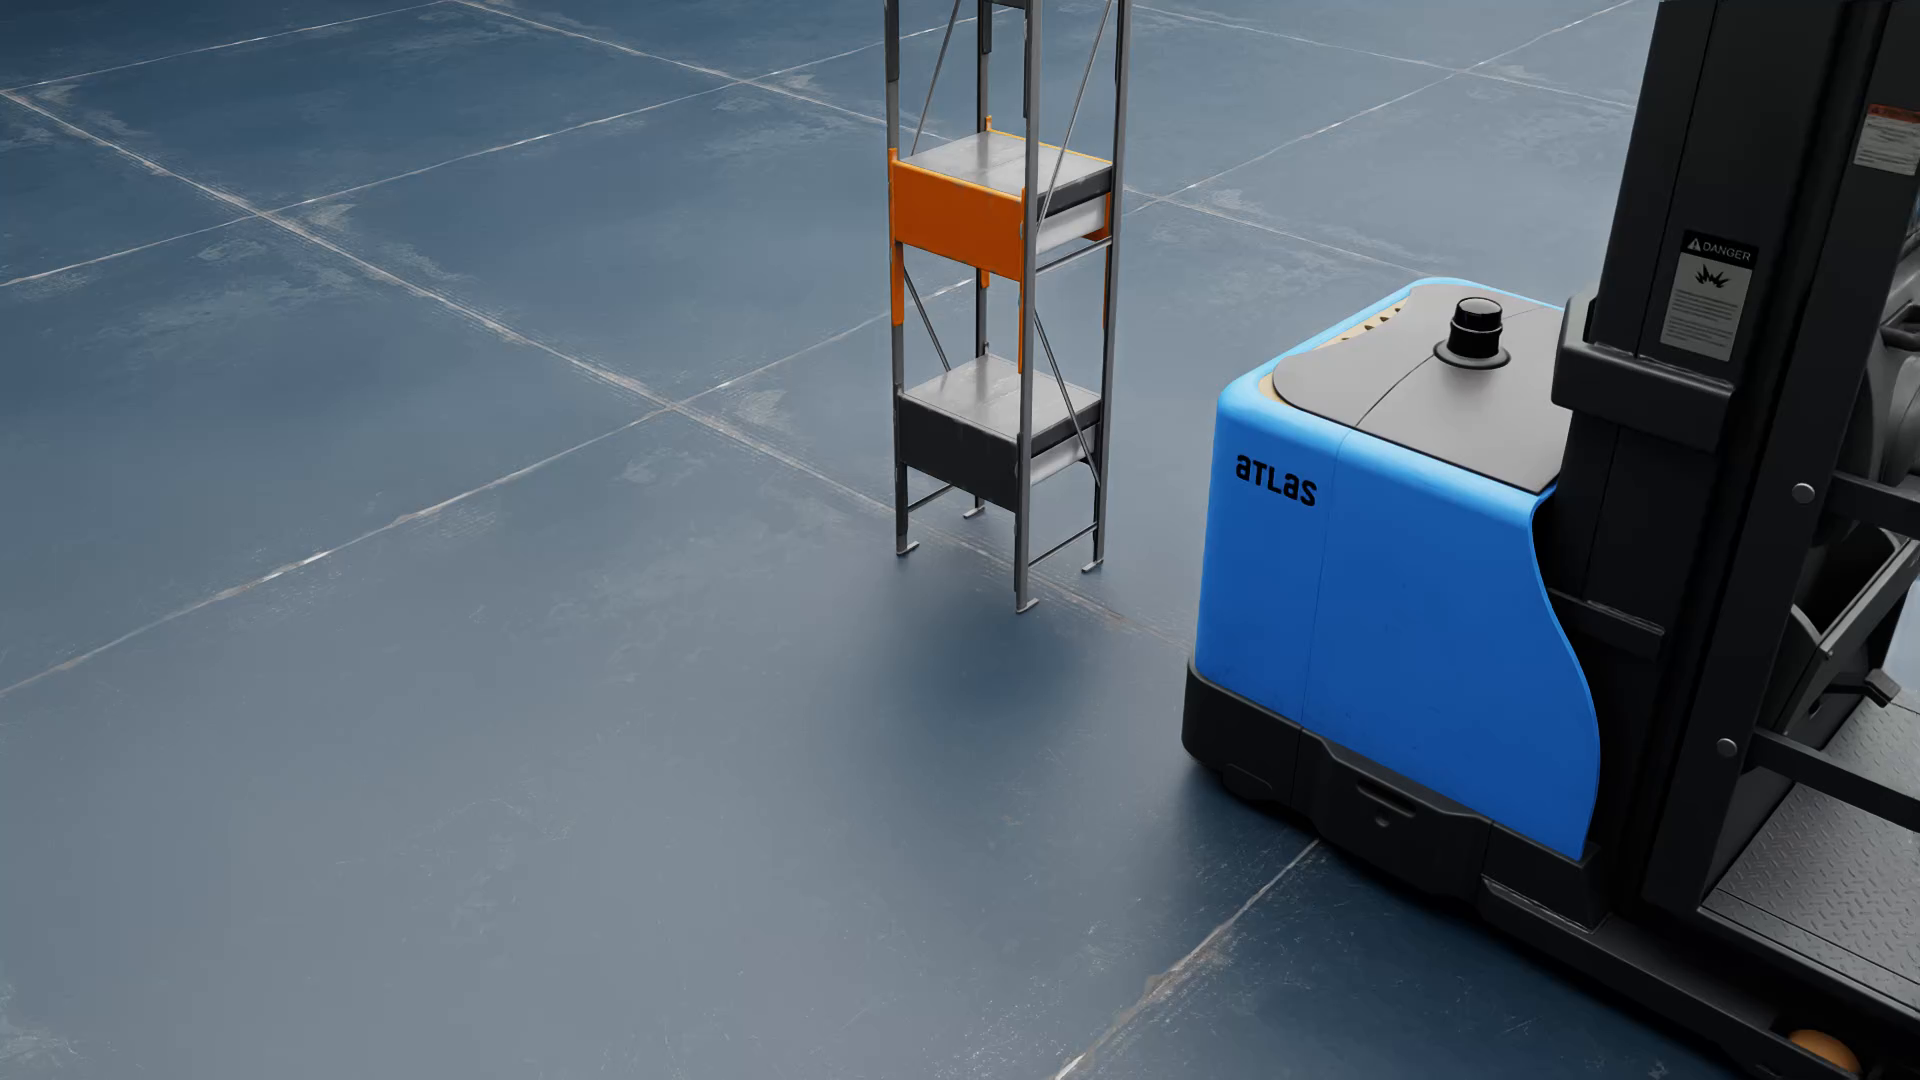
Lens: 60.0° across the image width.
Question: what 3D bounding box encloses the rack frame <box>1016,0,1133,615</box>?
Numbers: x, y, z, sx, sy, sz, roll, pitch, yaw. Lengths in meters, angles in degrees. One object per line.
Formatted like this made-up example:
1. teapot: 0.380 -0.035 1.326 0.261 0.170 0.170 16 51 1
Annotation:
1. rack frame: 0.304 -0.758 4.473 0.015 2.100 0.400 25 39 35

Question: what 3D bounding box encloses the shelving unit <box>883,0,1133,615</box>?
1. shelving unit: 0.123 -0.842 4.613 0.503 2.100 0.431 25 39 35

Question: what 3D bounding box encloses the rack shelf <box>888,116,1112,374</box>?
1. rack shelf: 0.123 -0.831 4.620 0.480 0.518 0.431 25 39 35

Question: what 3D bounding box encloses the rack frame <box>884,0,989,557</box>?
1. rack frame: -0.058 -0.927 4.754 0.015 2.100 0.400 25 39 35

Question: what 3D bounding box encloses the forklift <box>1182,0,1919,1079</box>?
1. forklift: 1.988 -0.341 2.975 3.031 2.935 1.130 26 39 36

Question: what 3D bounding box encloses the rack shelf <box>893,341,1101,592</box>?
1. rack shelf: 0.123 -0.231 4.981 0.480 0.518 0.431 25 39 35

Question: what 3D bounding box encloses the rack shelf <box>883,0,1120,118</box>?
1. rack shelf: 0.123 -1.430 4.259 0.480 0.518 0.431 25 39 35
